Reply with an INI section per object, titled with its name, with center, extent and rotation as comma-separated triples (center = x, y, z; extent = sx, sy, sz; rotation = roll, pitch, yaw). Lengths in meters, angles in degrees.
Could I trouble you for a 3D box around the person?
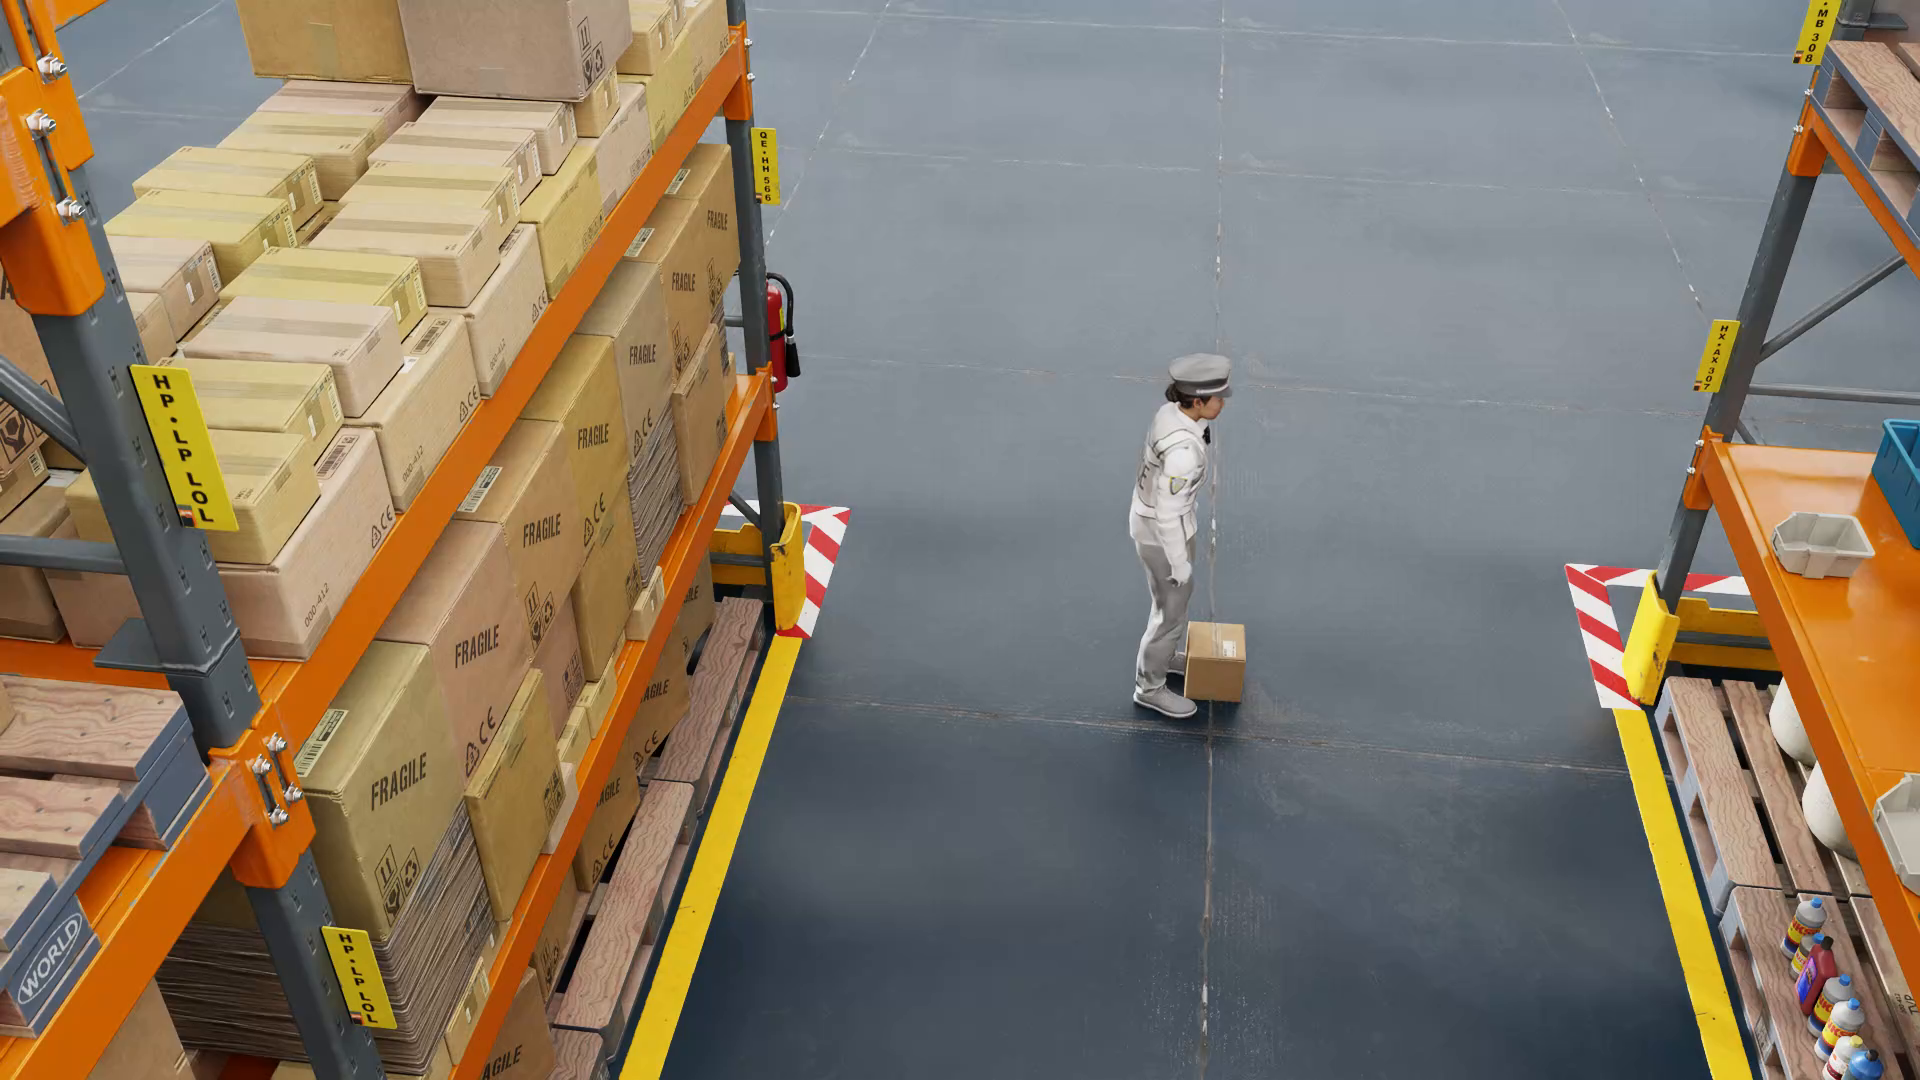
[person]
center = 0.920, -0.029, 7.075
extent = 0.410, 1.663, 0.526
rotation = 4, 37, 6
